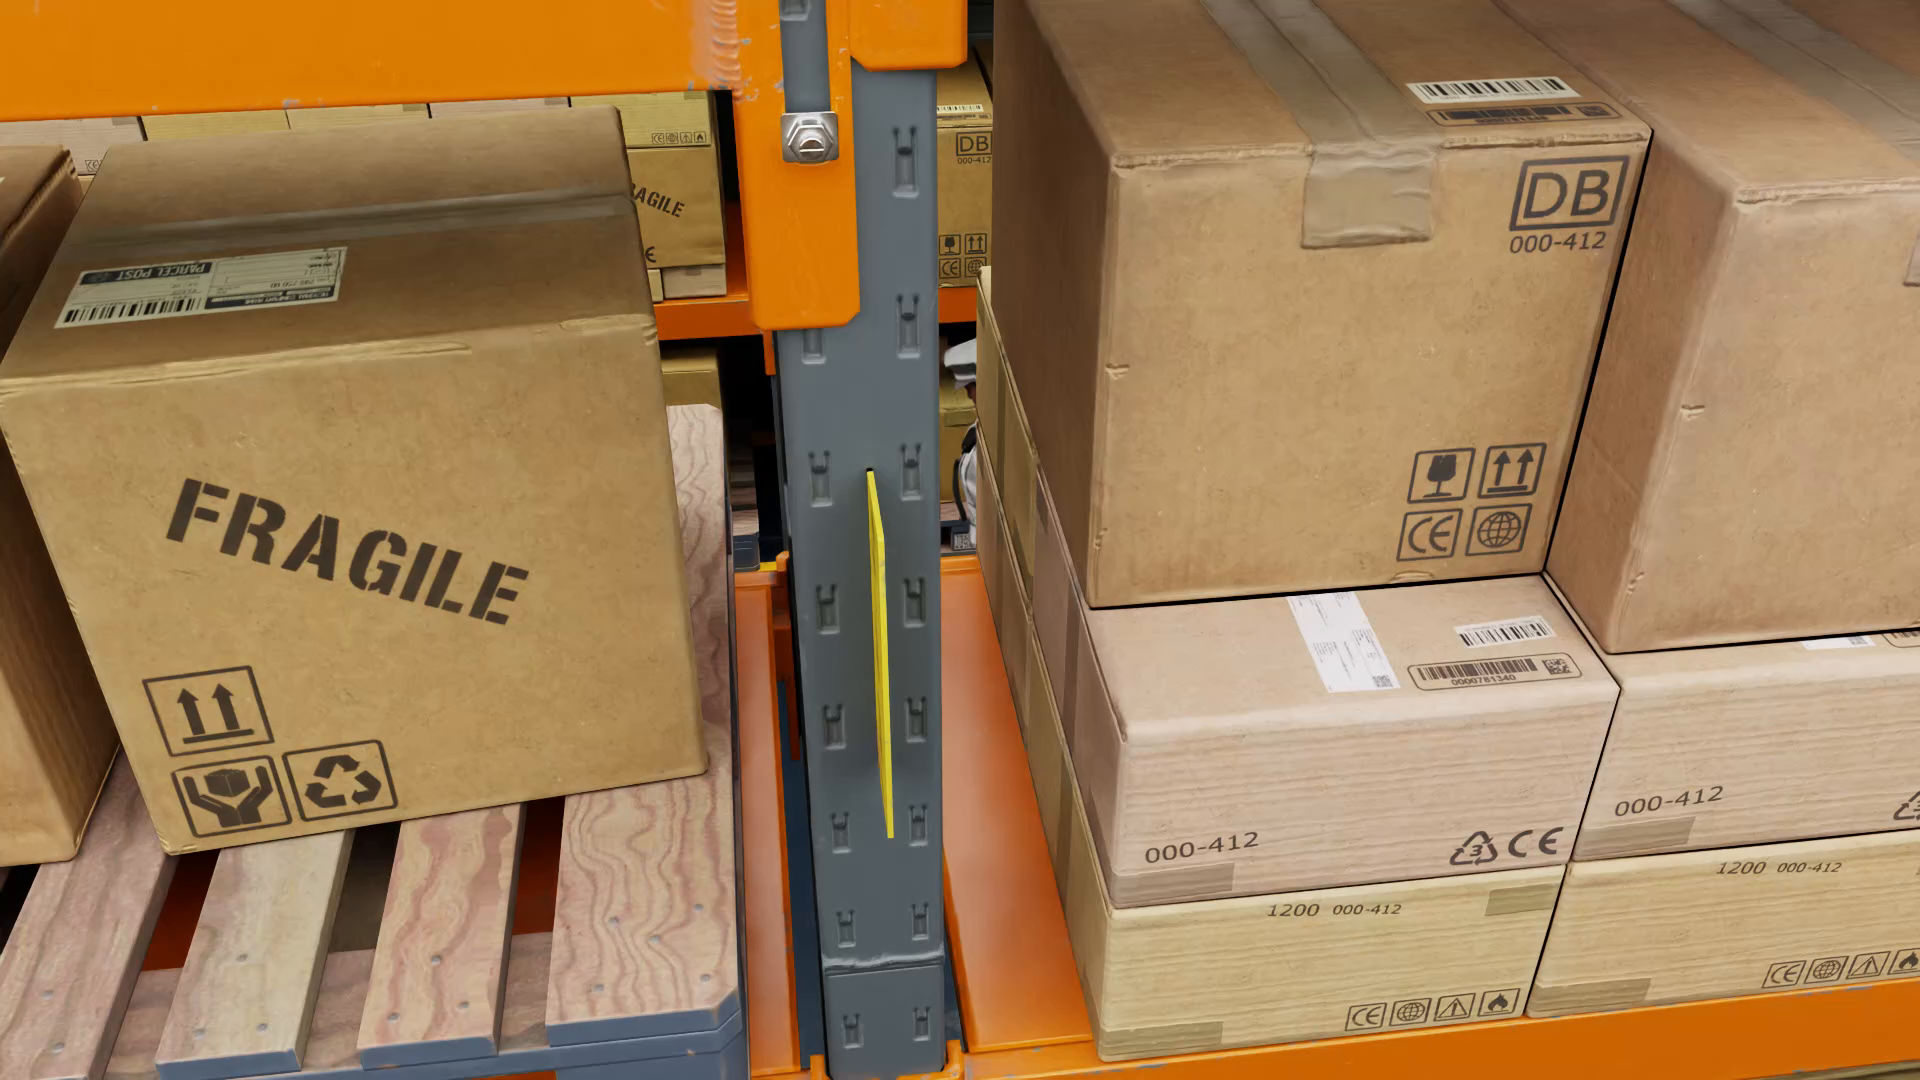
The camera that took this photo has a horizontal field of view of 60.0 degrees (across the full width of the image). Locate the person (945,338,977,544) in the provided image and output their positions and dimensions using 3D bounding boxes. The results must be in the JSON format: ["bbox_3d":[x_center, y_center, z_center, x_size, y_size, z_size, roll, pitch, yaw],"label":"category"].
[{"bbox_3d":[0.145,0.007,6.110,0.402,1.656,0.483,5,35,8],"label":"person"}]
